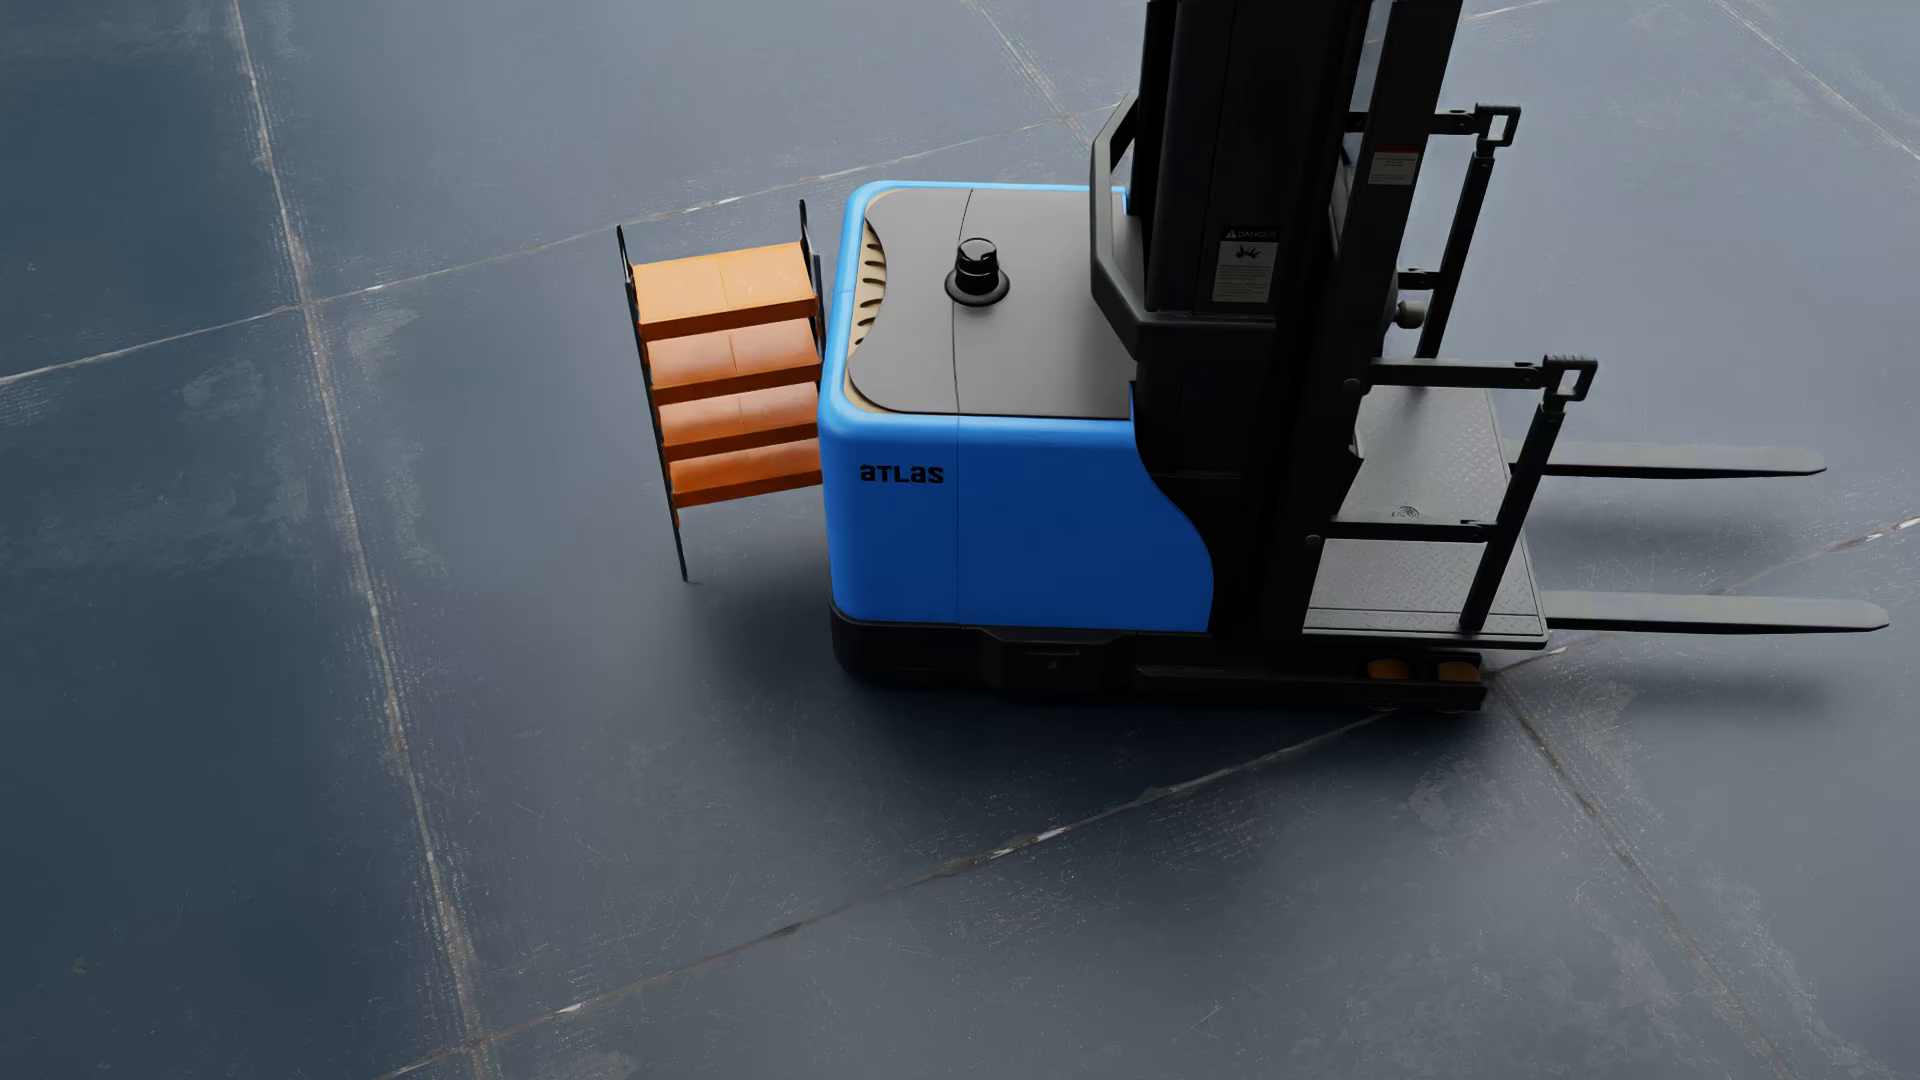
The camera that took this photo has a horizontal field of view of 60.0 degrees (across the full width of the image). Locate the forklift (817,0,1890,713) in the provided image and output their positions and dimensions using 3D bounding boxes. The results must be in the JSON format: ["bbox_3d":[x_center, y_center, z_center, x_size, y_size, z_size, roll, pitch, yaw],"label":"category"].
[{"bbox_3d":[1.159,-0.868,4.064,3.031,2.935,1.130,2,49,2],"label":"forklift"}]

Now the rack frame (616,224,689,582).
[{"bbox_3d":[-0.873,-0.351,4.761,0.015,1.200,0.240,-10,50,-8],"label":"rack frame"}]

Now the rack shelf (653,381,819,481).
[{"bbox_3d":[-0.636,-0.350,4.848,0.480,0.148,0.258,-10,50,-8],"label":"rack shelf"}]

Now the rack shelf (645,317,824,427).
[{"bbox_3d":[-0.636,-0.495,4.678,0.480,0.148,0.258,-10,50,-8],"label":"rack shelf"}]

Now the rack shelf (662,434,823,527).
[{"bbox_3d":[-0.636,-0.220,4.999,0.480,0.148,0.258,-10,50,-8],"label":"rack shelf"}]

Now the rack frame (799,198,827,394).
[{"bbox_3d":[-0.398,-0.435,4.833,0.015,1.200,0.240,-10,50,-8],"label":"rack frame"}]

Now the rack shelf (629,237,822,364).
[{"bbox_3d":[-0.636,-0.649,4.499,0.480,0.148,0.258,-10,50,-8],"label":"rack shelf"}]

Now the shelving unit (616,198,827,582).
[{"bbox_3d":[-0.636,-0.393,4.797,0.503,1.200,0.258,-10,50,-8],"label":"shelving unit"}]
